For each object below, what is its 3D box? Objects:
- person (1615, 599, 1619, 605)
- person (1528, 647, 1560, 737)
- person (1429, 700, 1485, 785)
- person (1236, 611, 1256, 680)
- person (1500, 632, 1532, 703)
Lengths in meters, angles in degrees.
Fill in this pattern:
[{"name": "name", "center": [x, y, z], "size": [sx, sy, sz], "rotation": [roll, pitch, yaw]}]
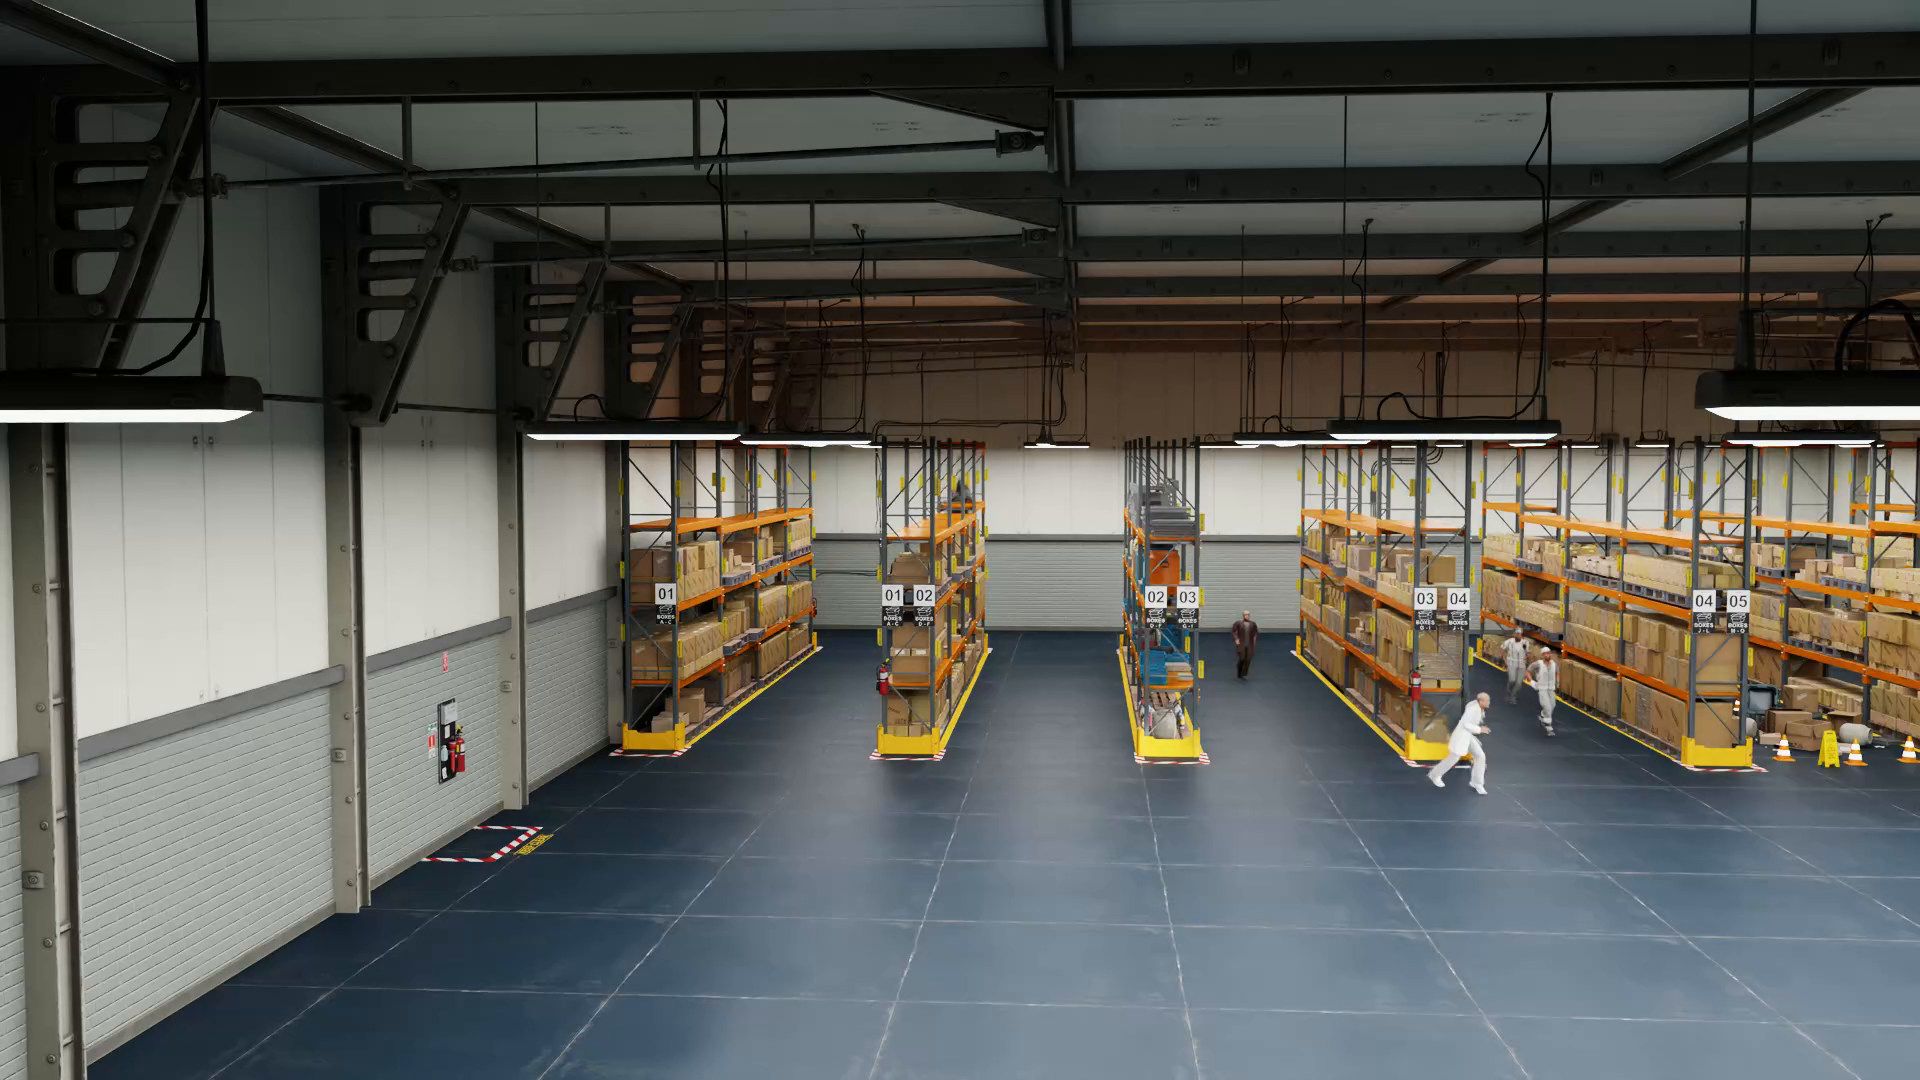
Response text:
[{"name": "person", "center": [18.805, 2.373, 47.434], "size": [0.715, 1.715, 0.585], "rotation": [0, 3, 7]}, {"name": "person", "center": [11.830, 3.039, 33.627], "size": [0.648, 1.764, 0.867], "rotation": [-1, 3, -9]}, {"name": "person", "center": [8.381, 3.396, 28.011], "size": [0.905, 1.385, 0.749], "rotation": [2, 4, 33]}, {"name": "person", "center": [7.117, 2.632, 41.416], "size": [0.646, 1.735, 0.618], "rotation": [0, 3, -4]}, {"name": "person", "center": [12.581, 2.862, 37.569], "size": [0.659, 1.682, 0.659], "rotation": [0, 3, 5]}]
